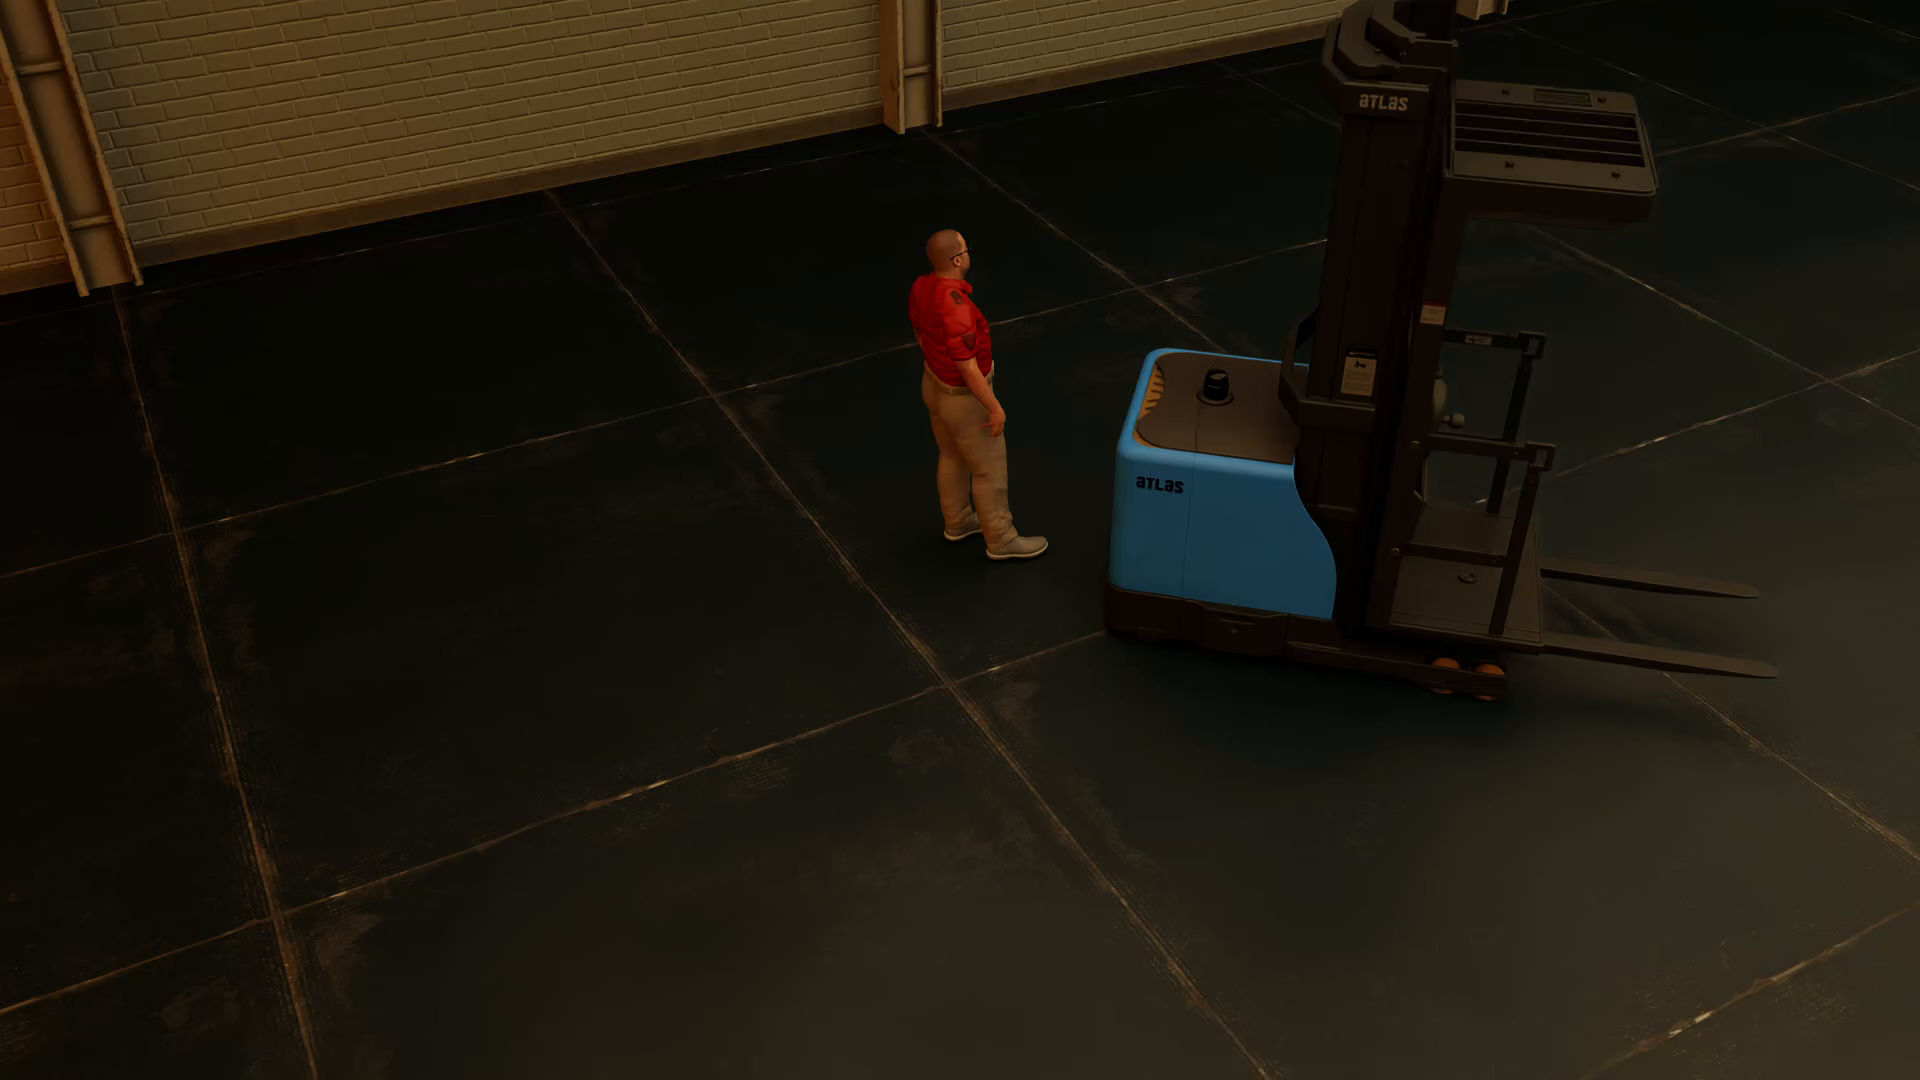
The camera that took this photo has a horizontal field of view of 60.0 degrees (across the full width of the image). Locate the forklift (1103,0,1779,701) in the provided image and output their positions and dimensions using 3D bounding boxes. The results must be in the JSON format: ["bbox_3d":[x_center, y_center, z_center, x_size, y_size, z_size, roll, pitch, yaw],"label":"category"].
[{"bbox_3d":[2.262,-0.801,7.256,3.031,2.935,1.130,8,36,11],"label":"forklift"}]

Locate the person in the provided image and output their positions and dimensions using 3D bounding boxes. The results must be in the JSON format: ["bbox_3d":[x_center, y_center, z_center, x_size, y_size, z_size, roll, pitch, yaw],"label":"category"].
[{"bbox_3d":[0.085,-0.731,8.185,0.550,1.728,0.641,-17,39,-23],"label":"person"}]
